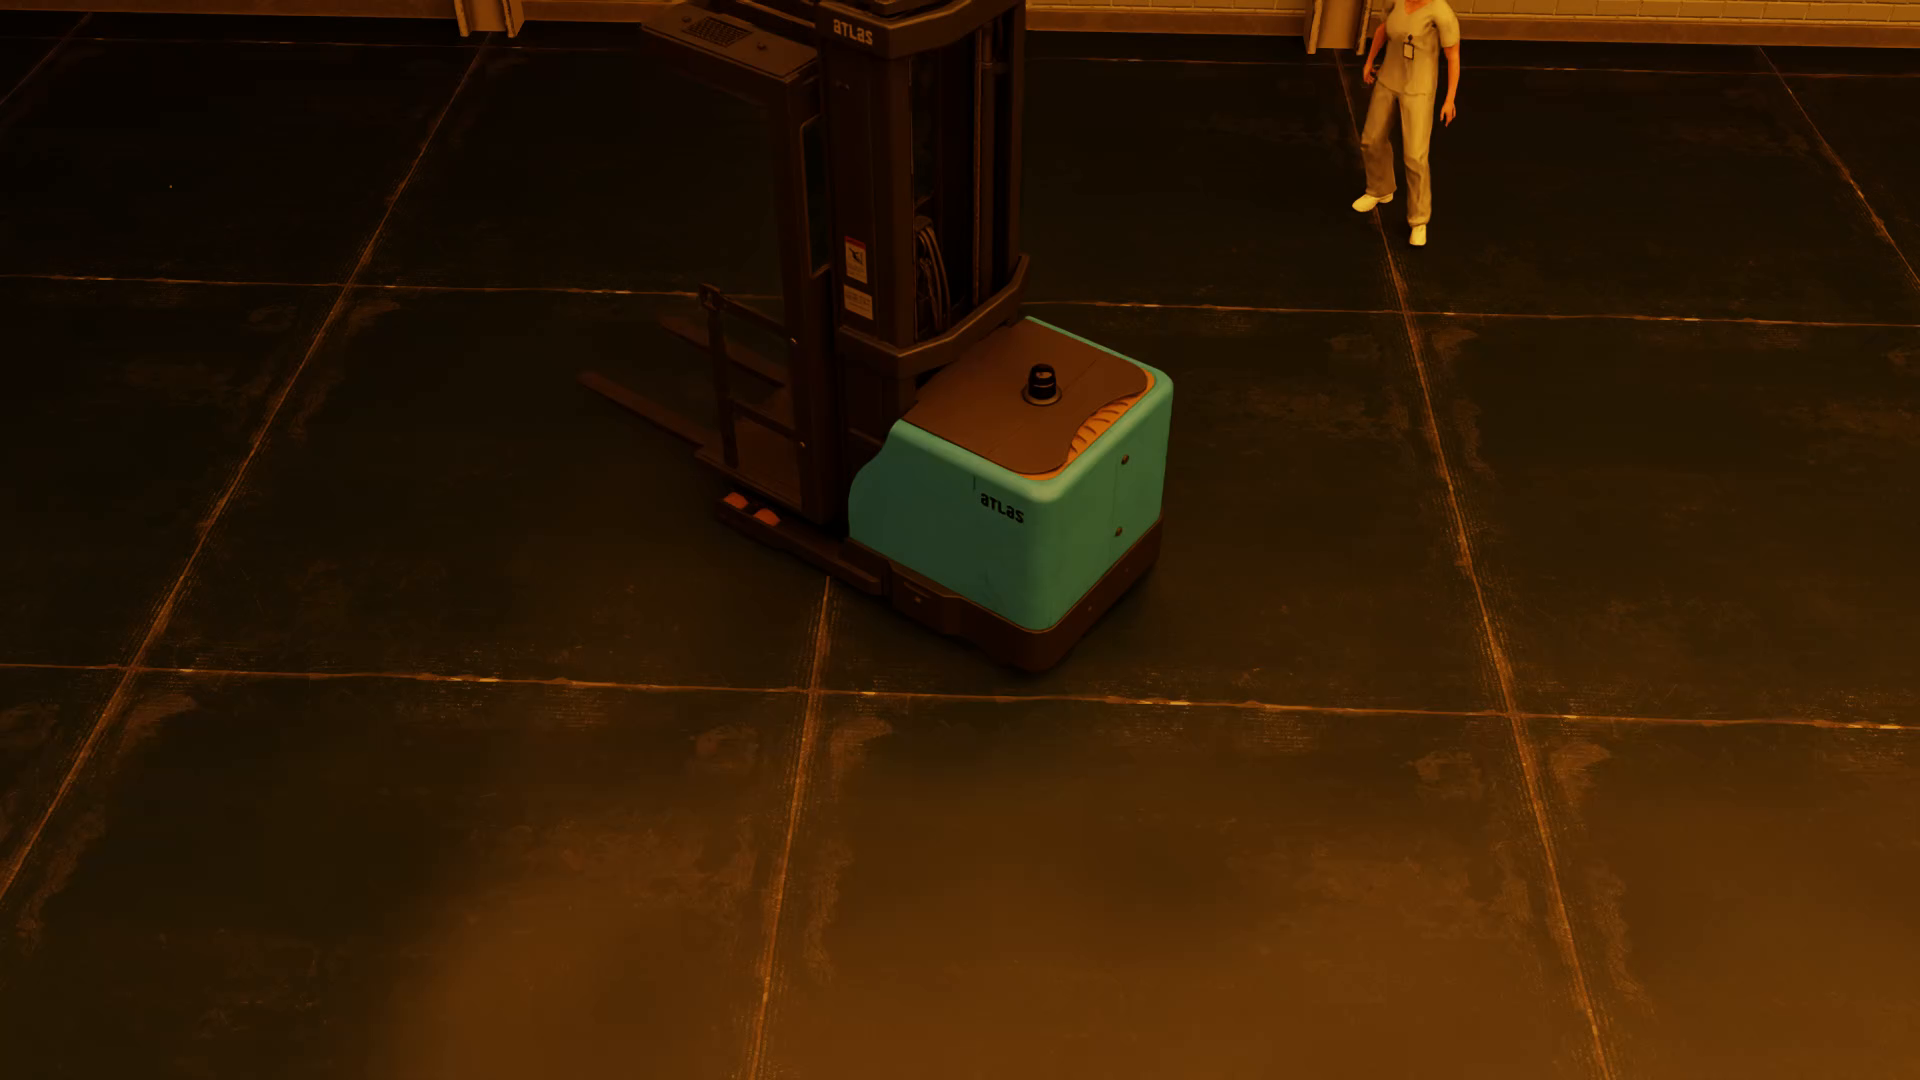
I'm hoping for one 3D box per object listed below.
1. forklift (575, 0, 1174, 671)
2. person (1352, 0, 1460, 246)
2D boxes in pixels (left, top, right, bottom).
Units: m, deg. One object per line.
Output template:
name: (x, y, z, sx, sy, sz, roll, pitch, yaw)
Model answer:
forklift: (-0.556, -1.324, 7.193, 3.031, 2.935, 1.130, 27, 49, 26)
person: (2.581, -2.578, 9.524, 0.367, 1.647, 0.758, -30, 50, -29)
